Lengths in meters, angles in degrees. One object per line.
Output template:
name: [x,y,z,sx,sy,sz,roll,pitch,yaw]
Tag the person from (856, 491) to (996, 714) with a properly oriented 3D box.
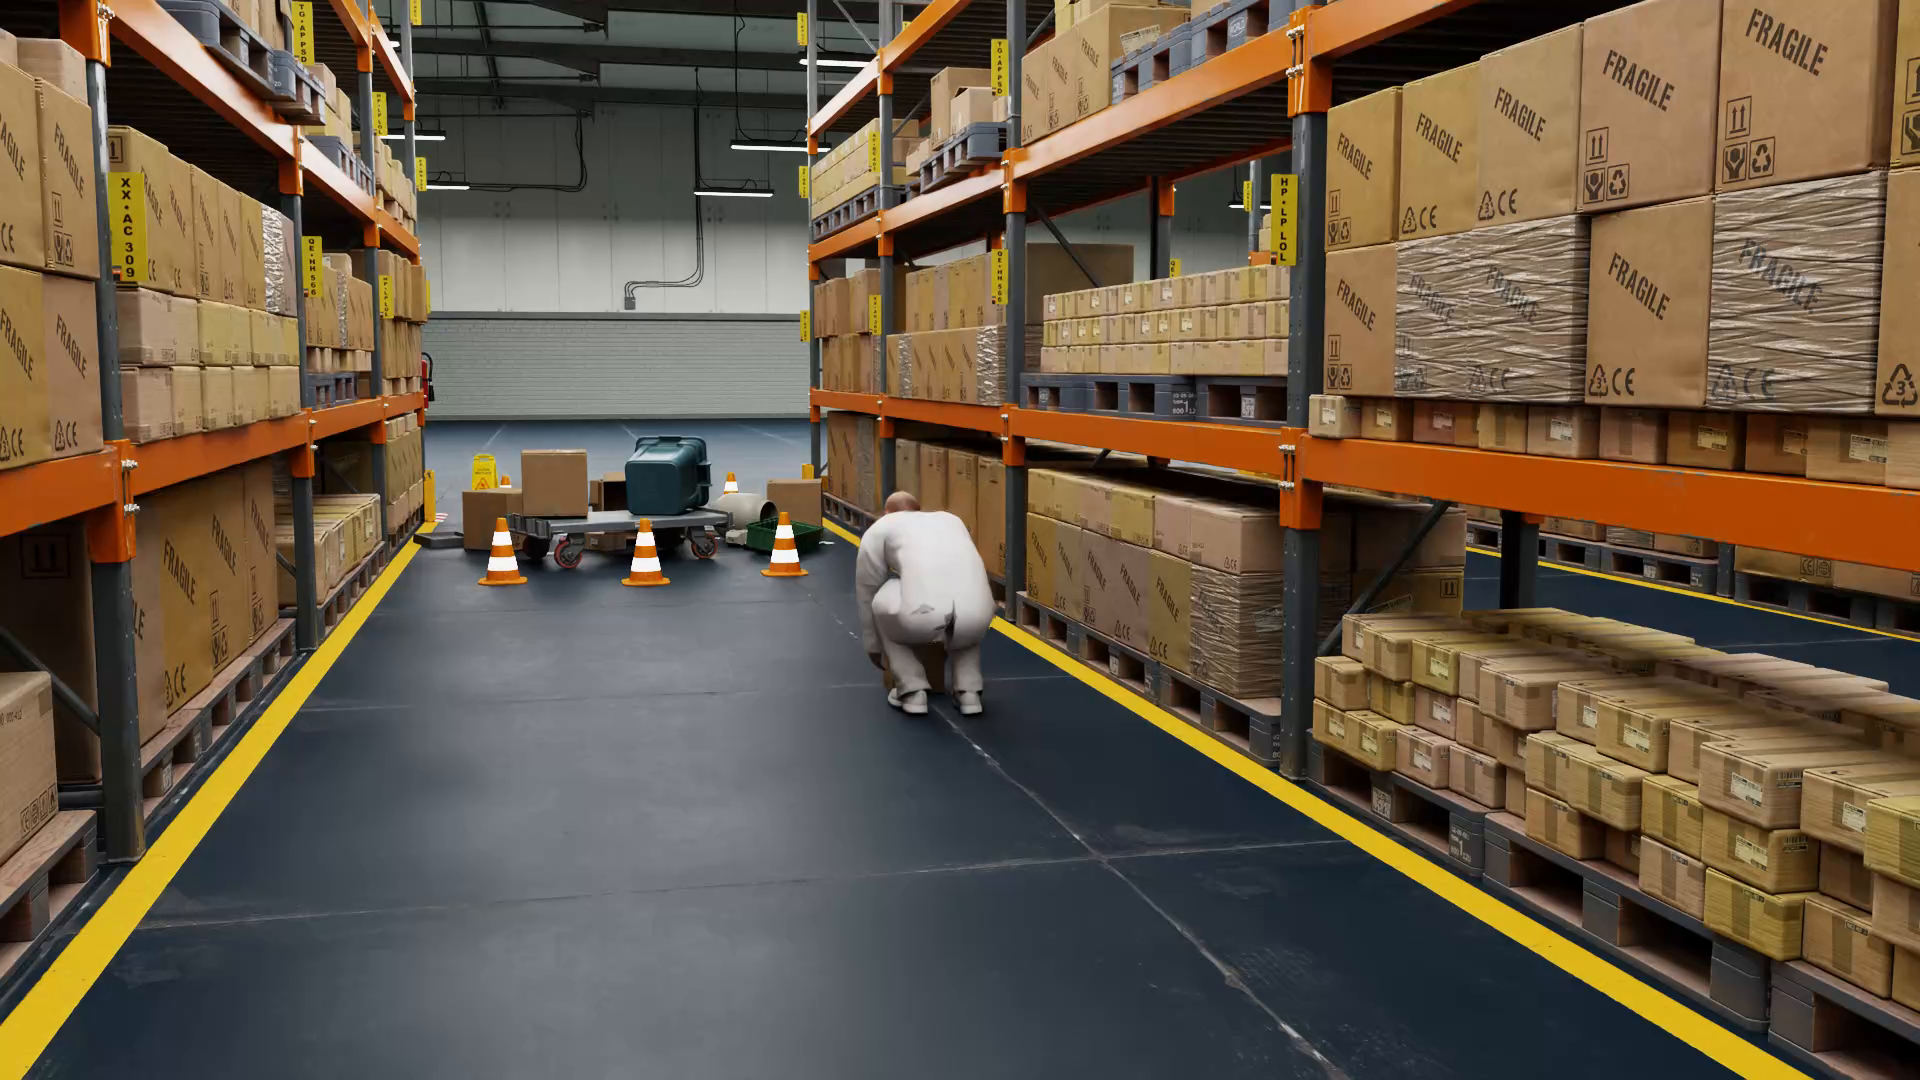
person: [-0.155,0.280,7.623,0.610,0.965,0.898,-1,6,-13]
